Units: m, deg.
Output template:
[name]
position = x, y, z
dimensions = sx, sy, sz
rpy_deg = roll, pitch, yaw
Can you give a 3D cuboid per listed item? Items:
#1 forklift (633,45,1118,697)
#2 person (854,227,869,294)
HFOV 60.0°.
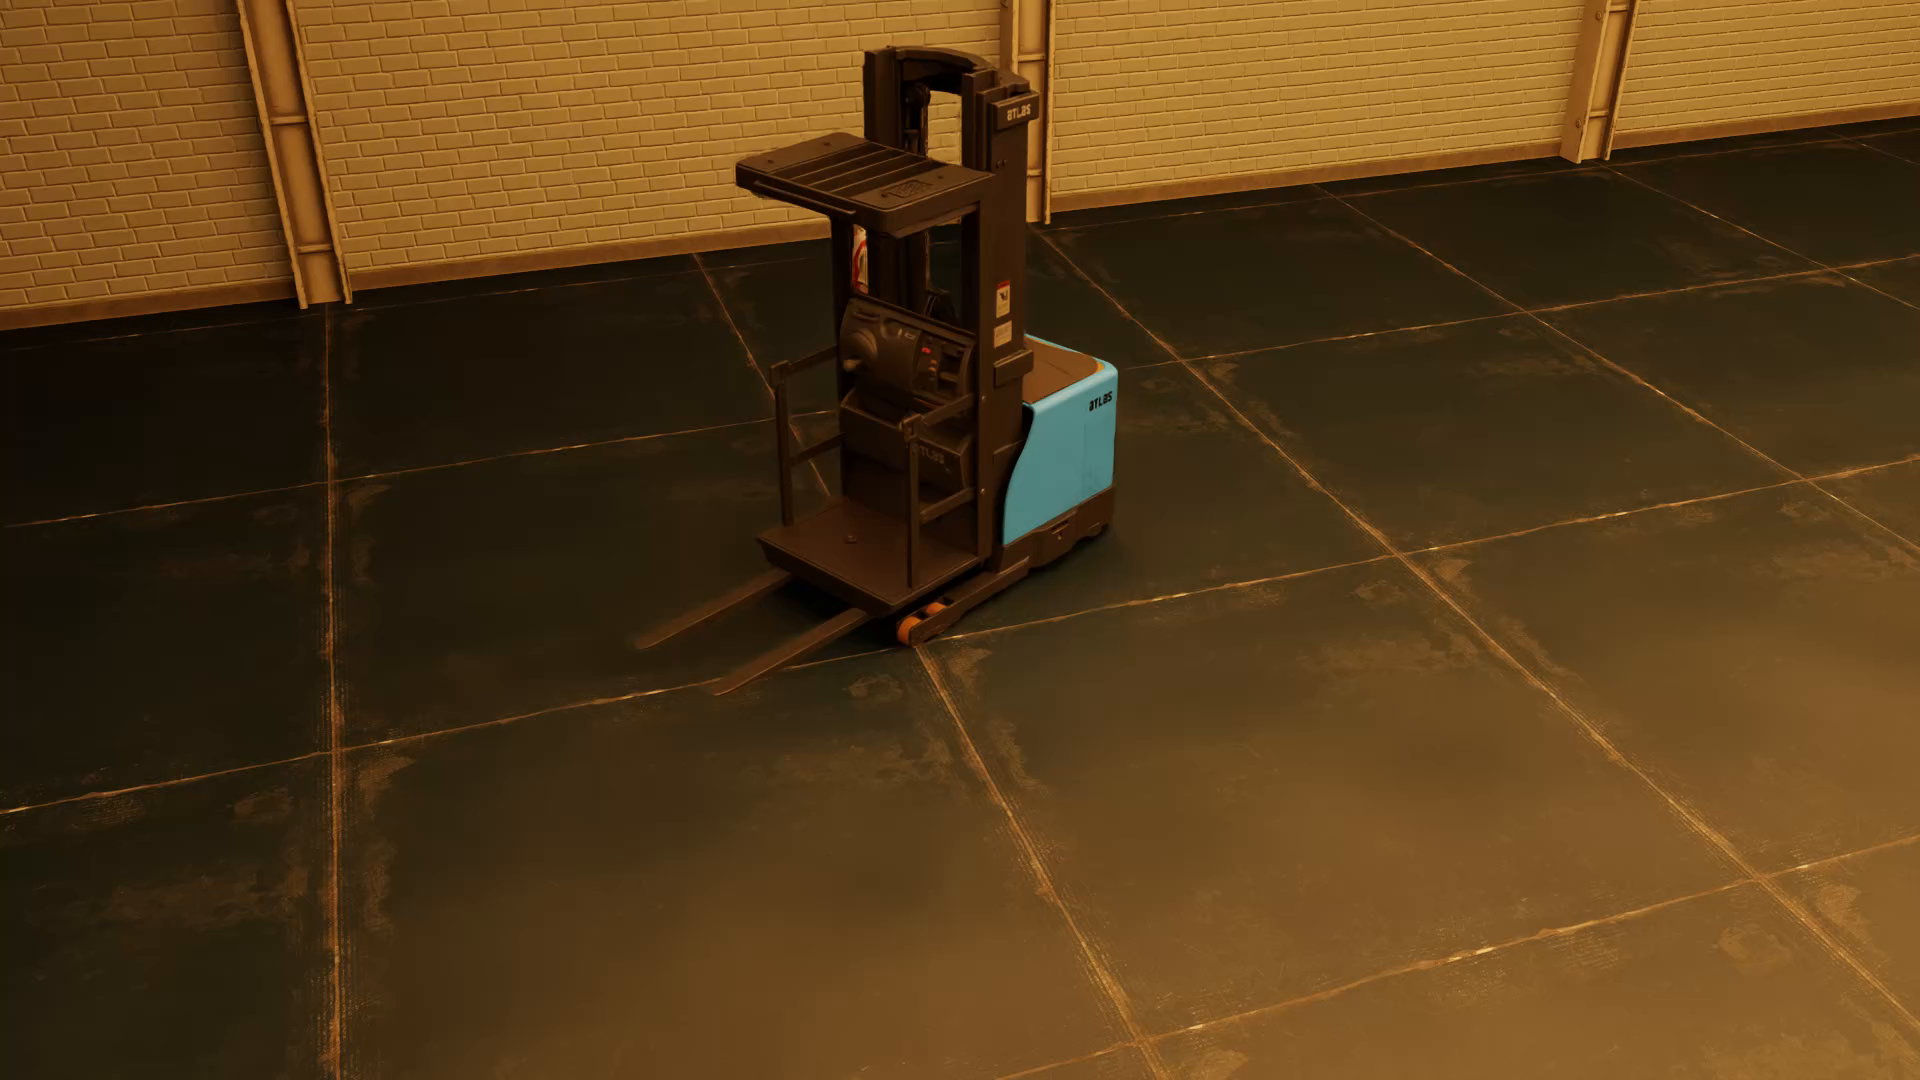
[forklift]
position = -0.434, -0.974, 8.780
dimensions = 1.130, 2.935, 3.031
rpy_deg = 25, 38, 36
[person]
position = -0.554, -1.406, 10.764
dimensions = 0.465, 1.750, 0.868
rpy_deg = -4, 30, -7
